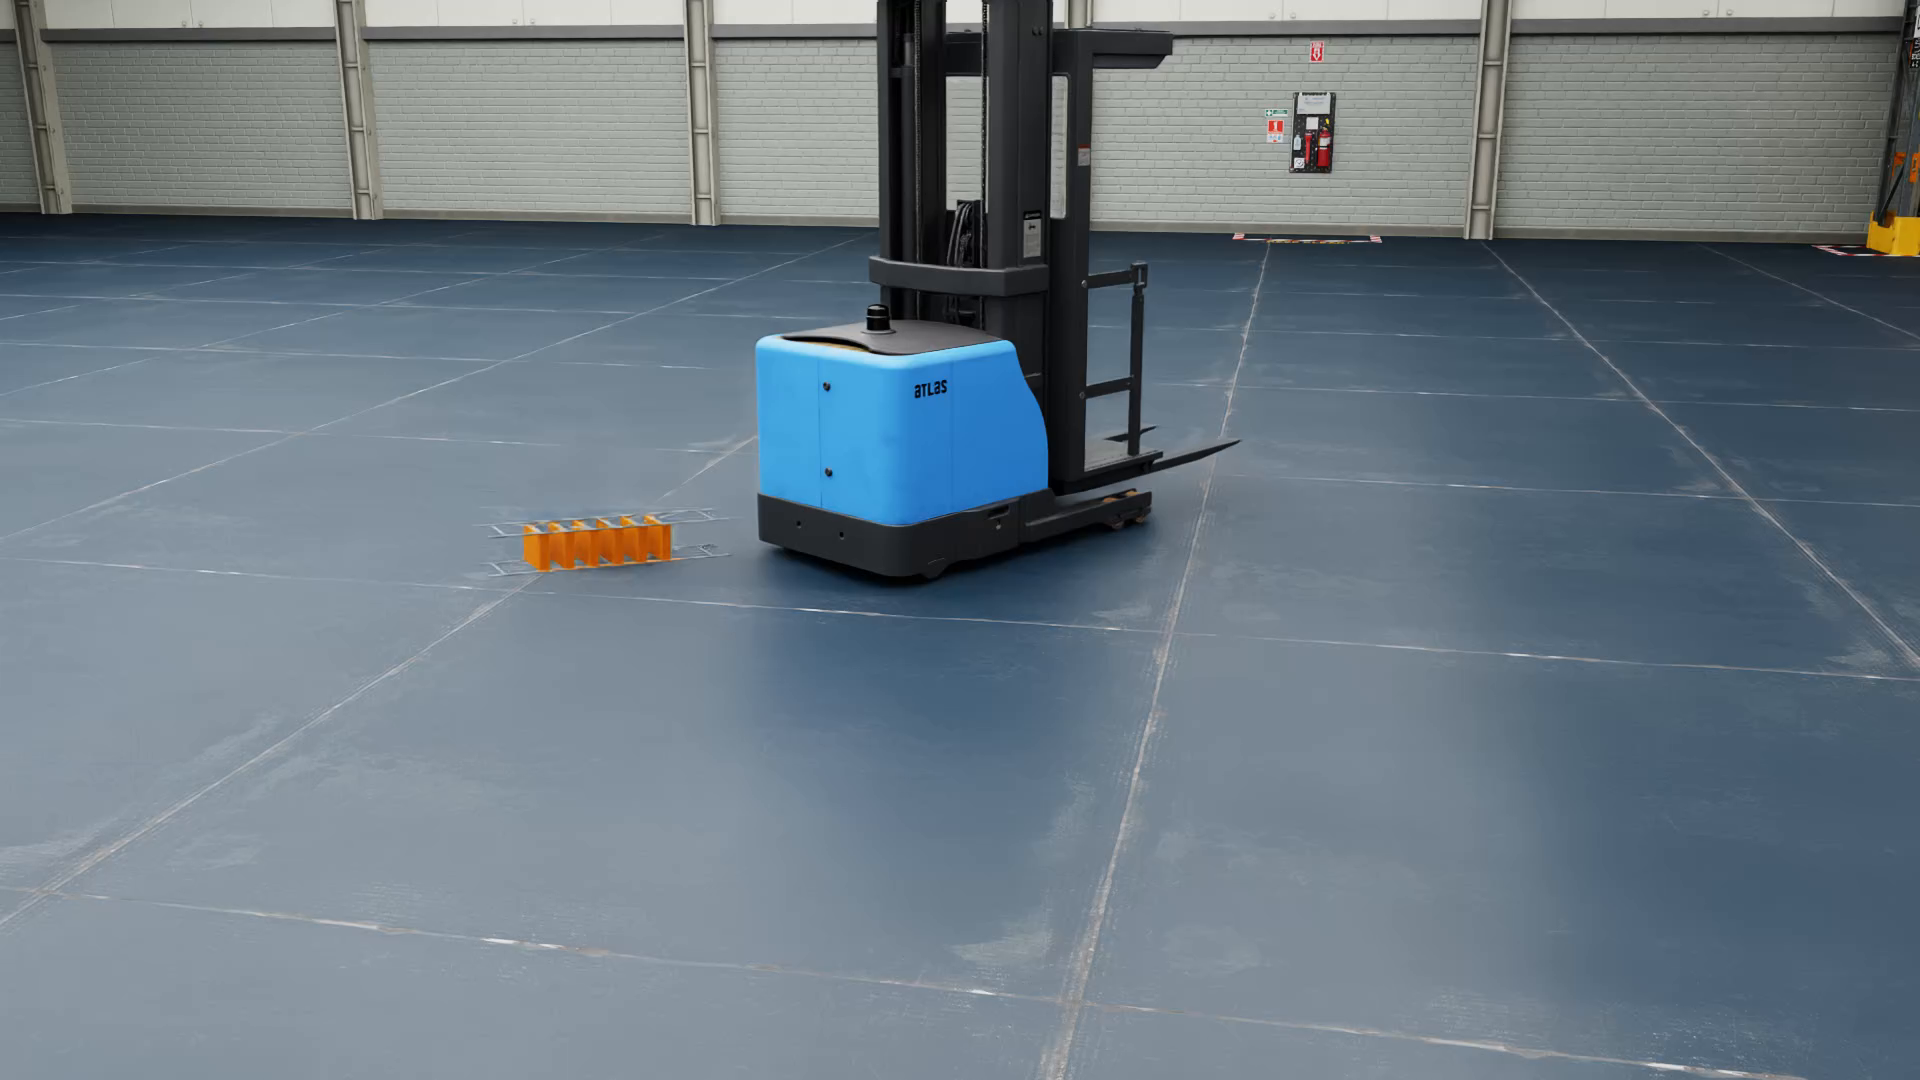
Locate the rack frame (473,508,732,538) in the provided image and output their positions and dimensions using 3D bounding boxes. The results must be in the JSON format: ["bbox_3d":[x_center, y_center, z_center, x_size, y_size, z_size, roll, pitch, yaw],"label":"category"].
[{"bbox_3d":[-1.691,-0.083,7.934,1.200,0.006,0.240,-5,16,-32],"label":"rack frame"}]

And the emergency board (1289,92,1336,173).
[{"bbox_3d":[5.248,-6.052,24.722,0.643,1.169,0.194,3,16,11],"label":"emergency board"}]

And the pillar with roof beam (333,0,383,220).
[{"bbox_3d":[-10.834,-8.633,22.802,0.400,9.000,9.100,3,16,11],"label":"pillar with roof beam"}]

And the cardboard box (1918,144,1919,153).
[{"bbox_3d":[13.181,-5.366,22.487,0.500,0.250,0.500,3,16,12],"label":"cardboard box"}]

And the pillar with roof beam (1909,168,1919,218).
[{"bbox_3d":[12.684,-7.357,18.193,0.400,9.000,9.100,3,16,11],"label":"pillar with roof beam"}]

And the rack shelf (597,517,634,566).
[{"bbox_3d":[-1.658,0.002,7.979,0.103,0.180,0.258,-5,16,-32],"label":"rack shelf"}]

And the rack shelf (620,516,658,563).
[{"bbox_3d":[-1.557,-0.007,8.043,0.103,0.180,0.258,-5,16,-32],"label":"rack shelf"}]

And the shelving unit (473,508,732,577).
[{"bbox_3d":[-1.696,0.006,7.955,1.200,0.189,0.258,-5,16,-32],"label":"shelving unit"}]

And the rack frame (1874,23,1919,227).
[{"bbox_3d":[12.684,-5.403,22.377,0.127,3.000,1.000,3,16,11],"label":"rack frame"}]

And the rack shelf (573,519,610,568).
[{"bbox_3d":[-1.759,0.011,7.915,0.103,0.180,0.258,-5,16,-32],"label":"rack shelf"}]

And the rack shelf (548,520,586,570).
[{"bbox_3d":[-1.861,0.021,7.851,0.103,0.180,0.258,-5,16,-32],"label":"rack shelf"}]

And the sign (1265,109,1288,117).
[{"bbox_3d":[4.730,-6.379,24.841,0.331,0.109,0.001,3,16,11],"label":"sign"}]

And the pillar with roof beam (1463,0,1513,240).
[{"bbox_3d":[6.805,-7.676,19.345,0.400,9.000,9.100,3,16,11],"label":"pillar with roof beam"}]

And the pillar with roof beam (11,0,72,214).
[{"bbox_3d":[-16.714,-8.953,23.954,0.400,9.000,9.100,3,16,11],"label":"pillar with roof beam"}]

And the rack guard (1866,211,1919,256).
[{"bbox_3d":[12.758,-4.194,22.696,0.348,0.500,1.175,3,16,11],"label":"rack guard"}]

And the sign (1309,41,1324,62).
[{"bbox_3d":[5.260,-7.196,24.508,0.199,0.298,0.001,3,16,11],"label":"sign"}]

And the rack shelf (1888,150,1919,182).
[{"bbox_3d":[14.644,-4.950,22.089,4.000,0.370,1.077,3,16,11],"label":"rack shelf"}]

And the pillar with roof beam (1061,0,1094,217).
[{"bbox_3d":[0.925,-7.995,20.497,0.400,9.000,9.100,3,16,11],"label":"pillar with roof beam"}]

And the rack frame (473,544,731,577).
[{"bbox_3d":[-1.701,0.094,7.976,1.200,0.006,0.240,-5,16,-32],"label":"rack frame"}]

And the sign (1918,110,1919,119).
[{"bbox_3d":[12.576,-5.678,21.749,0.005,0.325,0.100,3,16,11],"label":"sign"}]

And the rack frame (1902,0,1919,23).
[{"bbox_3d":[12.684,-8.294,21.576,0.127,3.000,1.000,3,16,11],"label":"rack frame"}]

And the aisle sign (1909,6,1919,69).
[{"bbox_3d":[12.554,-6.581,21.760,0.004,0.787,0.394,3,16,11],"label":"aisle sign"}]

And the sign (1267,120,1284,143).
[{"bbox_3d":[4.727,-6.126,24.921,0.234,0.329,0.001,3,16,11],"label":"sign"}]

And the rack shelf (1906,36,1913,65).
[{"bbox_3d":[14.644,-6.395,21.688,4.000,0.370,1.077,3,16,11],"label":"rack shelf"}]

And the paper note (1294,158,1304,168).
[{"bbox_3d":[5.089,-5.655,24.939,0.142,0.148,0.016,3,16,11],"label":"paper note"}]

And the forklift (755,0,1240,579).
[{"bbox_3d":[0.374,-1.553,8.608,1.130,2.935,3.031,14,21,41],"label":"forklift"}]

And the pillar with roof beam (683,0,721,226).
[{"bbox_3d":[-4.955,-8.314,21.650,0.400,9.000,9.100,3,16,11],"label":"pillar with roof beam"}]

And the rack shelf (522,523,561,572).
[{"bbox_3d":[-1.962,0.030,7.787,0.103,0.180,0.258,-5,16,-32],"label":"rack shelf"}]

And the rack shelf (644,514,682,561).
[{"bbox_3d":[-1.456,-0.016,8.107,0.103,0.180,0.258,-5,16,-32],"label":"rack shelf"}]
